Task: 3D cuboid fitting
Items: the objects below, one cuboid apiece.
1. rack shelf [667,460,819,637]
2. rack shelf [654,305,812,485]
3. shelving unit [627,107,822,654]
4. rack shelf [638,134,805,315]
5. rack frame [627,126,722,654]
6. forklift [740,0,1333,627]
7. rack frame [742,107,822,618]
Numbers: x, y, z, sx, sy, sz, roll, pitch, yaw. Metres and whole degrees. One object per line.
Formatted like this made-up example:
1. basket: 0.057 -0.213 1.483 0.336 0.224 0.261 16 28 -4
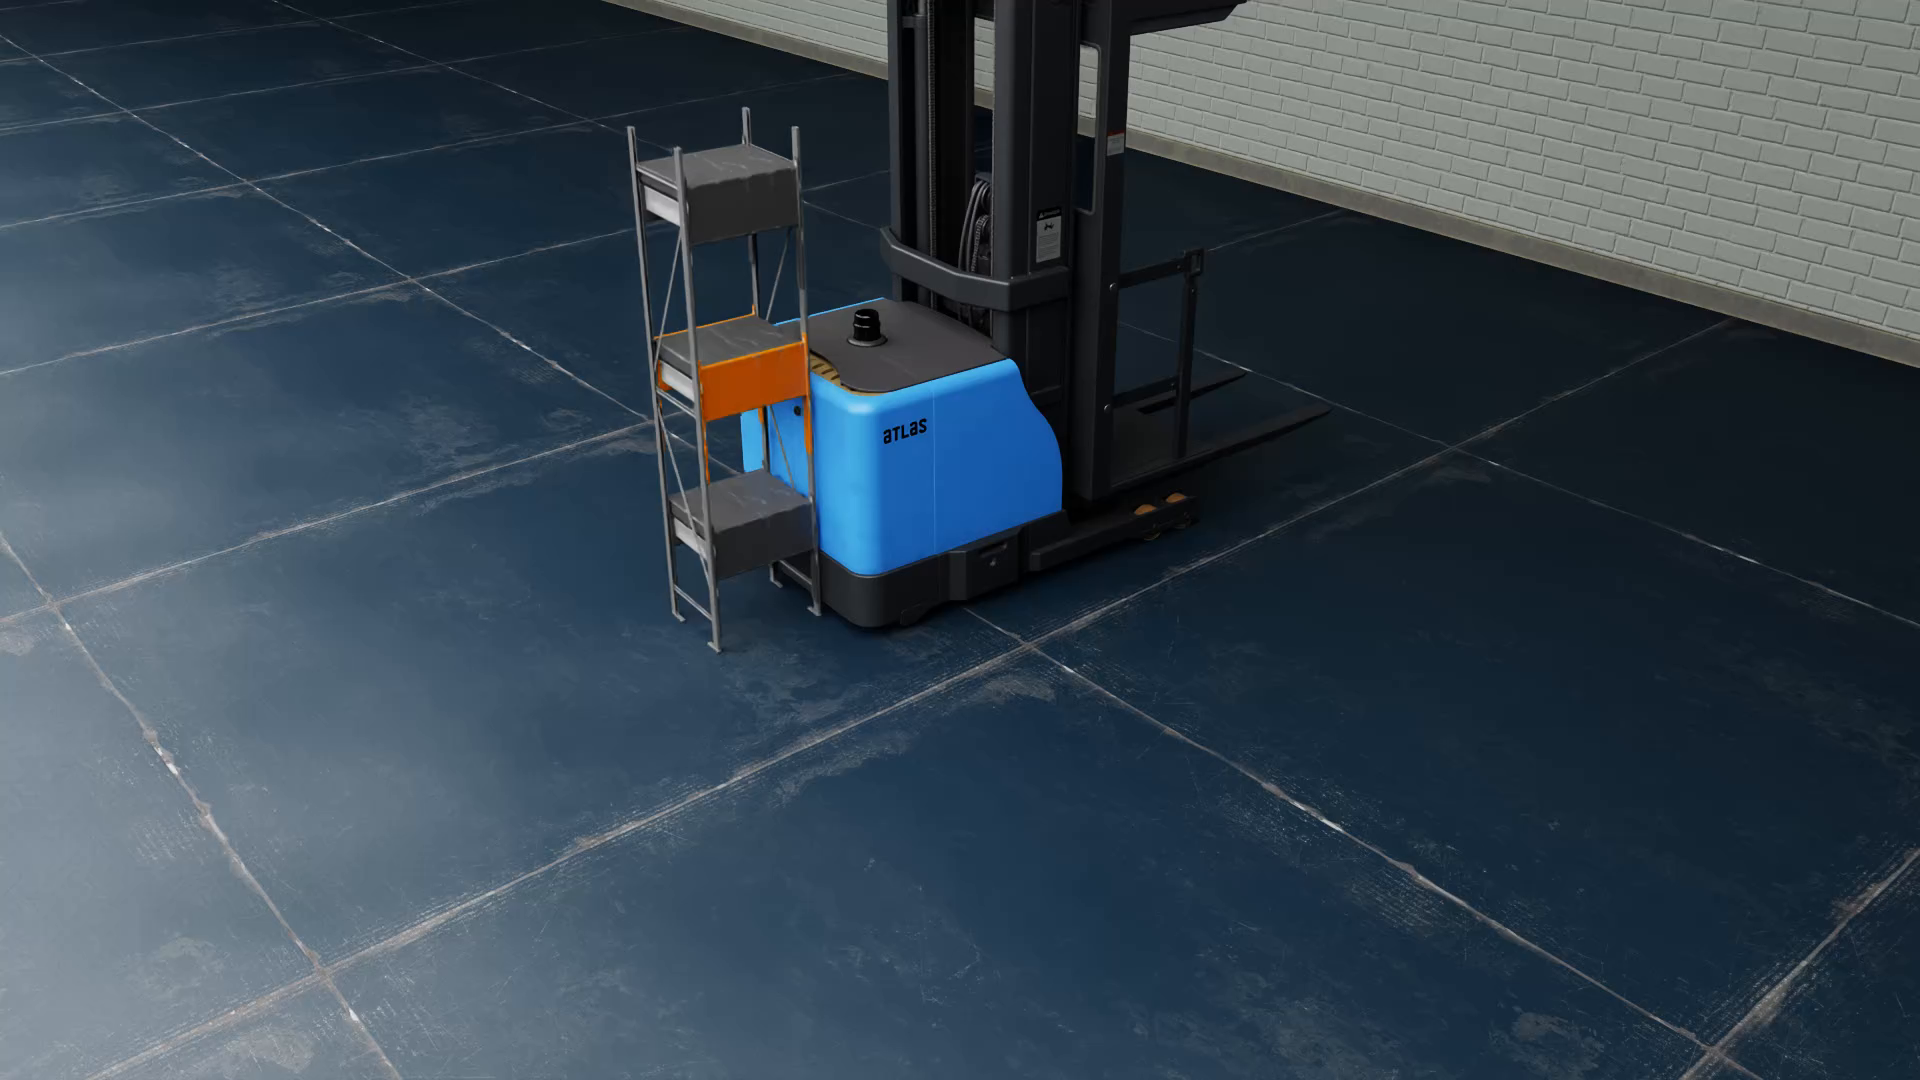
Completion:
1. rack shelf: -0.915 0.027 6.984 0.480 0.518 0.431 -19 34 -32
2. rack shelf: -0.914 -0.590 6.655 0.480 0.518 0.431 -19 34 -32
3. shelving unit: -0.914 -0.602 6.648 0.503 2.100 0.431 -19 34 -32
4. rack shelf: -0.914 -1.208 6.325 0.480 0.518 0.431 -19 34 -32
5. rack frame: -1.110 -0.534 6.520 0.015 2.100 0.400 -19 34 -32
6. forklift: 0.505 -1.471 7.392 3.031 2.935 1.130 -19 34 -32
7. rack frame: -0.718 -0.670 6.777 0.015 2.100 0.400 -19 34 -32
